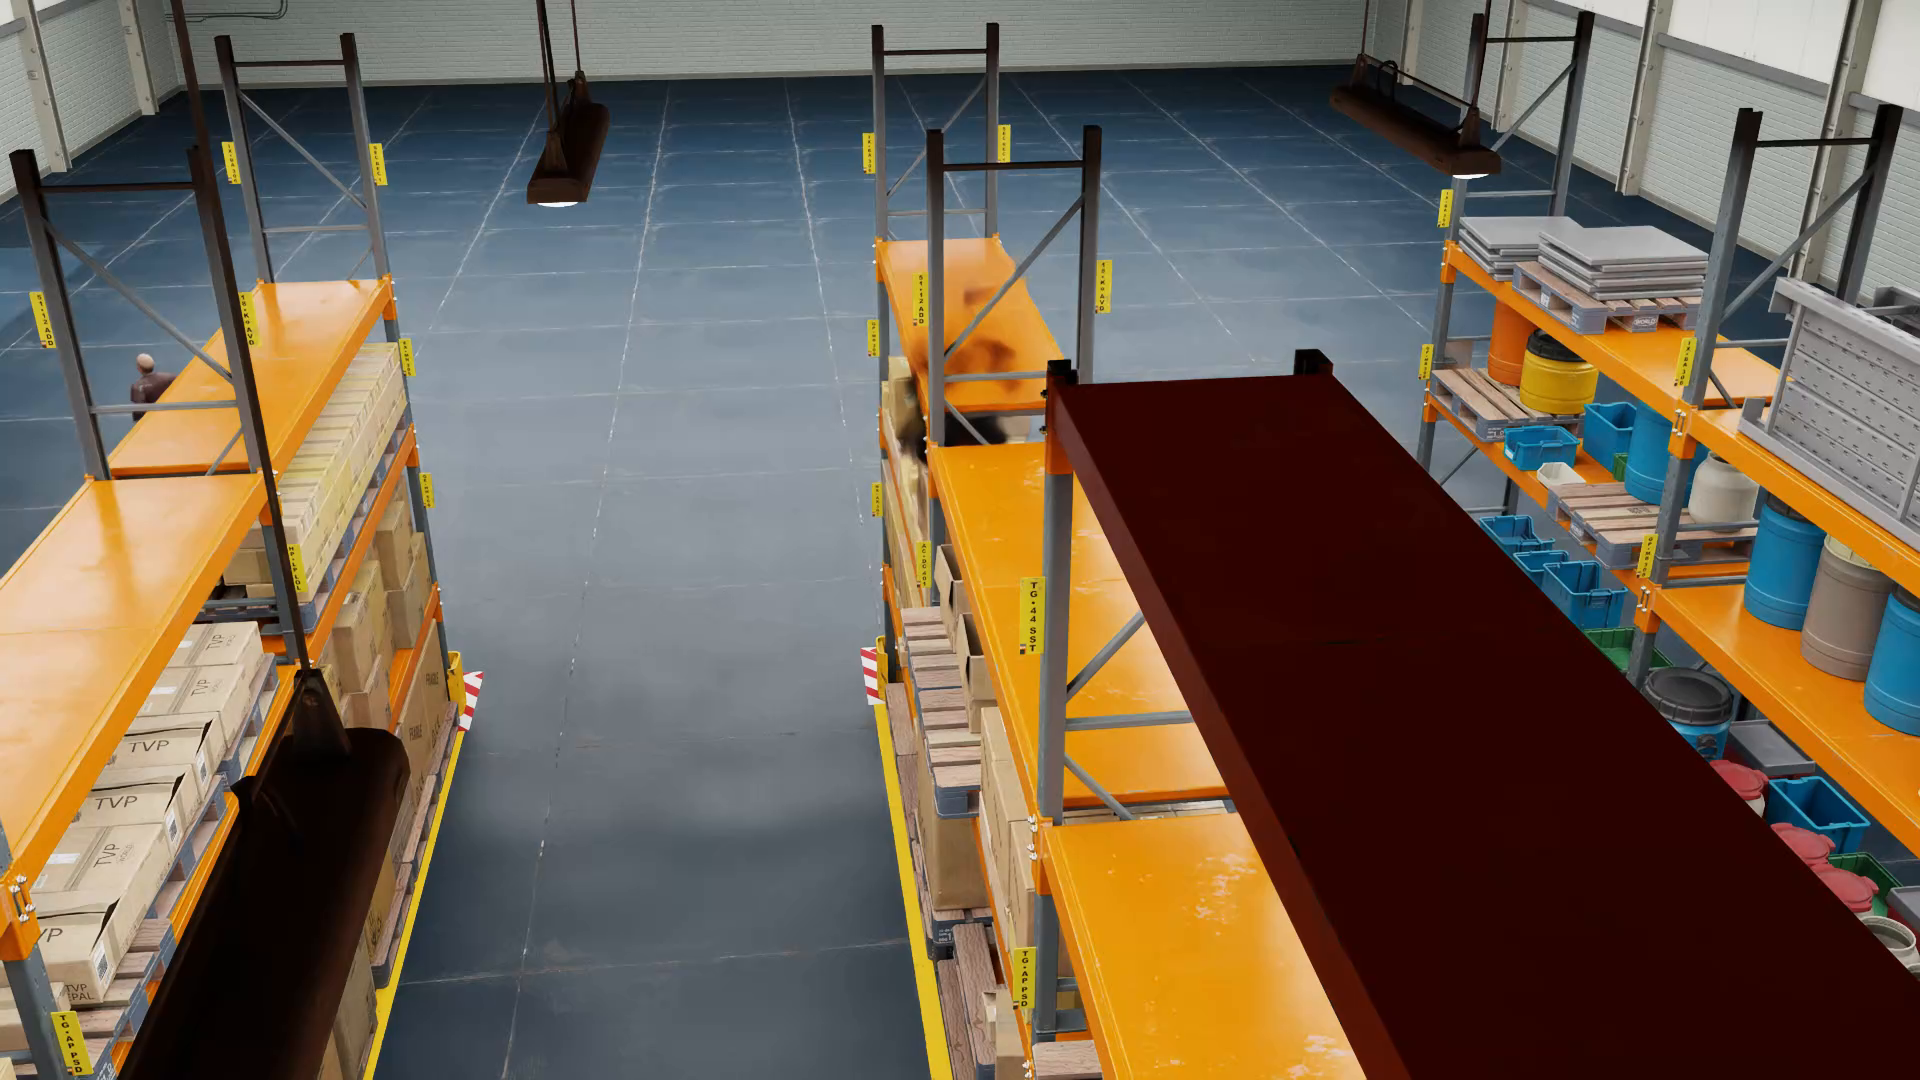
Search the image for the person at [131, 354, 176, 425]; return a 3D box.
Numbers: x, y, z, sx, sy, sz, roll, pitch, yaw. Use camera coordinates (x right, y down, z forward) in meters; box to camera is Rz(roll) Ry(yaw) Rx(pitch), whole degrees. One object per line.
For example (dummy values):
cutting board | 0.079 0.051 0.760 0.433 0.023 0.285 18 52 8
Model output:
person | -9.234 -1.314 19.196 0.920 1.750 0.720 15 29 29
